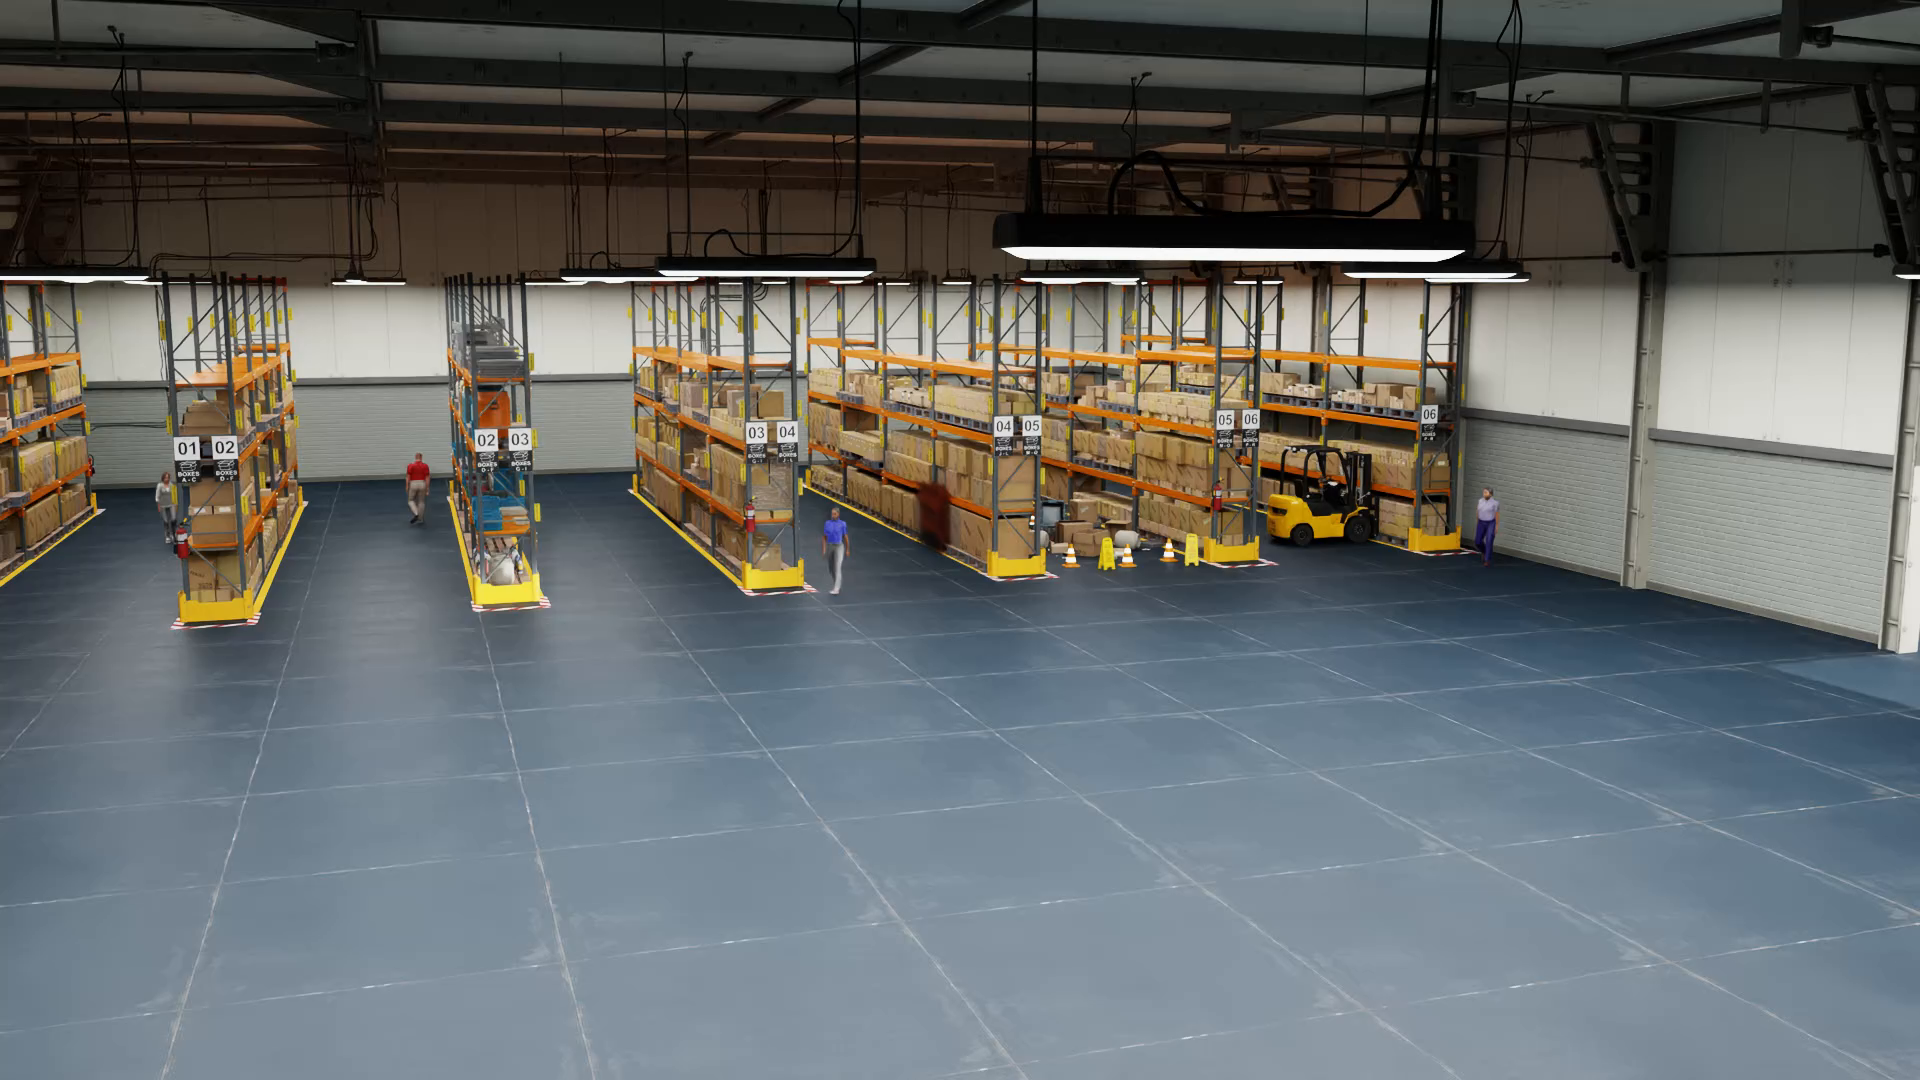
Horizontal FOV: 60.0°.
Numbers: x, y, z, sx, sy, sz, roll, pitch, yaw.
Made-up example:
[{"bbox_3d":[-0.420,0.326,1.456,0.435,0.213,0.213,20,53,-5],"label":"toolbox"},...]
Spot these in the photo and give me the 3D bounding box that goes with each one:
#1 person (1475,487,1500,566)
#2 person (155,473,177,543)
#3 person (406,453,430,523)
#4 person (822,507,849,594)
[{"bbox_3d":[10.983,-0.304,34.566,0.470,1.632,0.602,5,10,31],"label":"person"},{"bbox_3d":[-17.898,-0.720,37.511,0.427,1.615,0.460,-3,9,-21],"label":"person"},{"bbox_3d":[-13.243,-1.266,40.663,0.569,1.724,0.558,-4,9,-23],"label":"person"},{"bbox_3d":[-2.371,0.177,31.478,0.478,1.618,0.920,2,9,14],"label":"person"}]
